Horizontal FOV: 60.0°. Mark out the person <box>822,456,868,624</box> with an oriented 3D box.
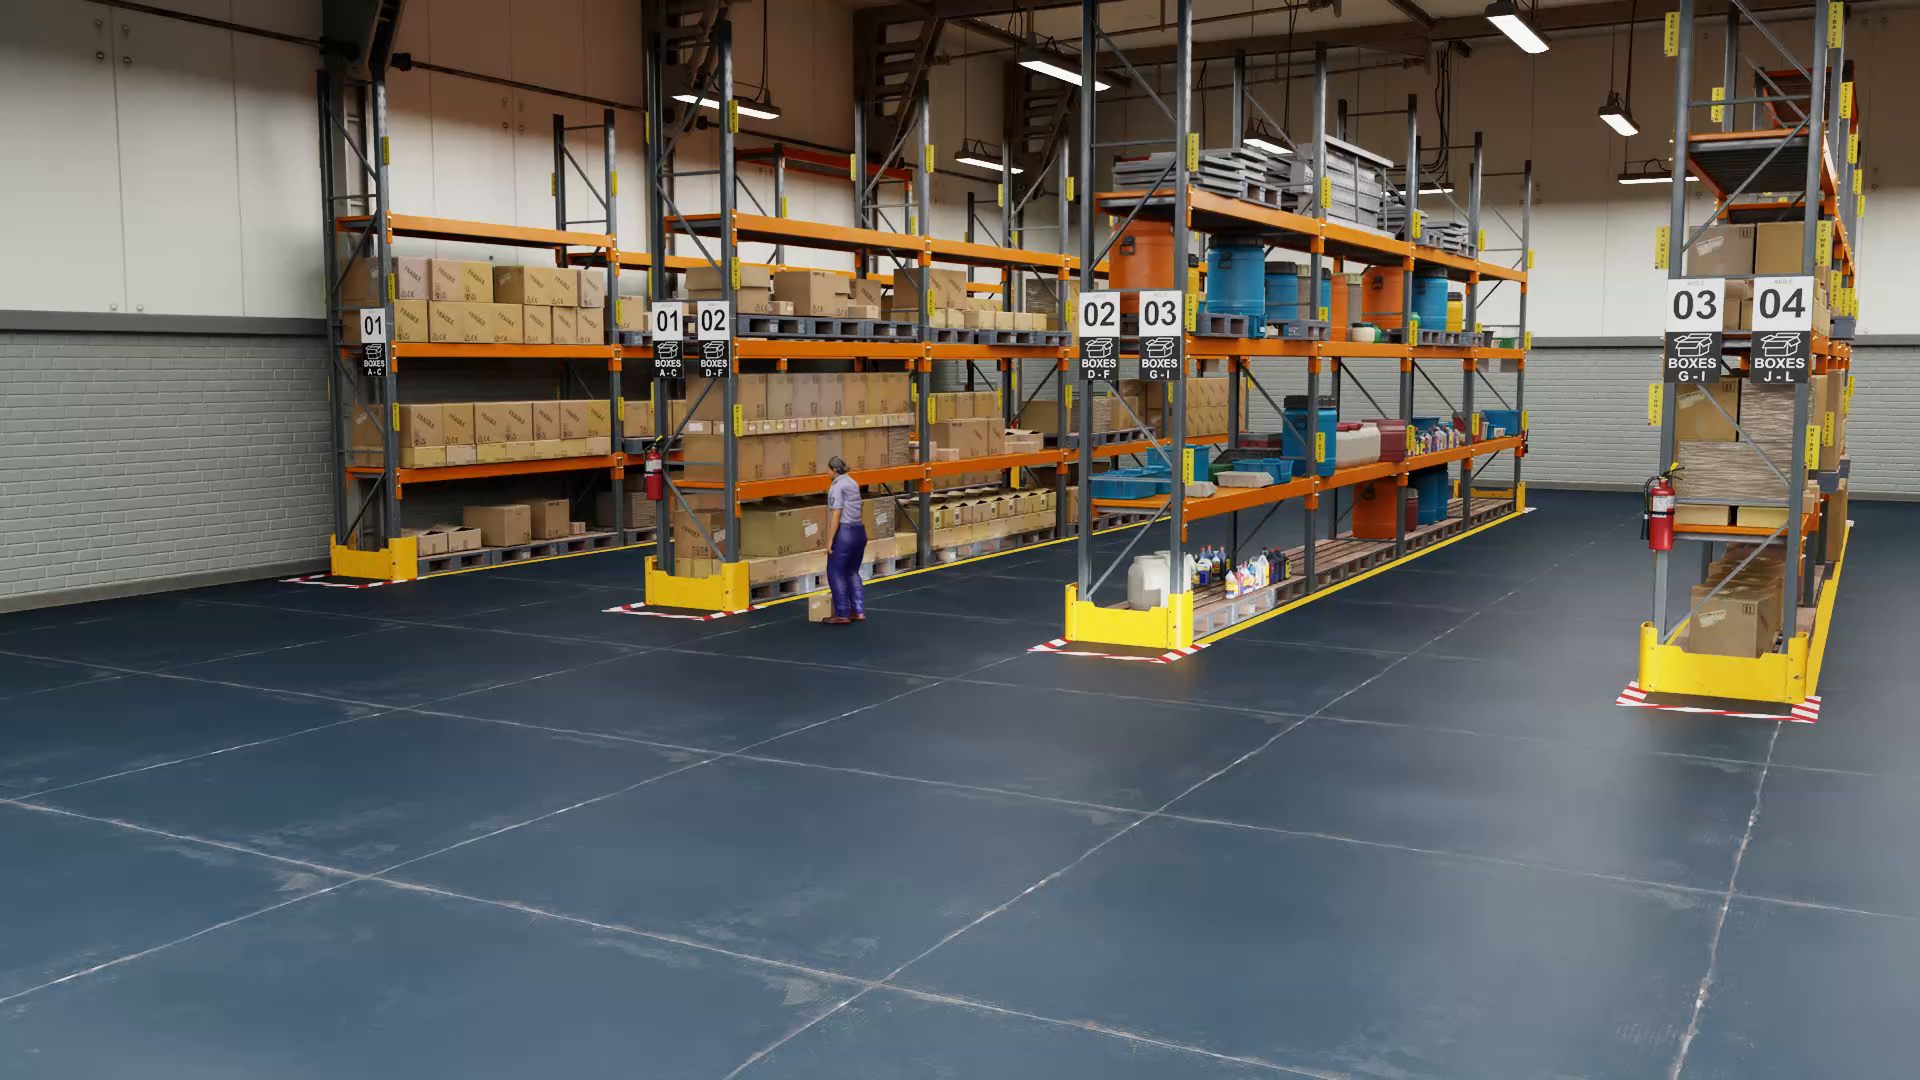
[{"bbox_3d":[-1.134,-0.007,16.475,0.367,1.651,0.547,3,7,28],"label":"person"}]
